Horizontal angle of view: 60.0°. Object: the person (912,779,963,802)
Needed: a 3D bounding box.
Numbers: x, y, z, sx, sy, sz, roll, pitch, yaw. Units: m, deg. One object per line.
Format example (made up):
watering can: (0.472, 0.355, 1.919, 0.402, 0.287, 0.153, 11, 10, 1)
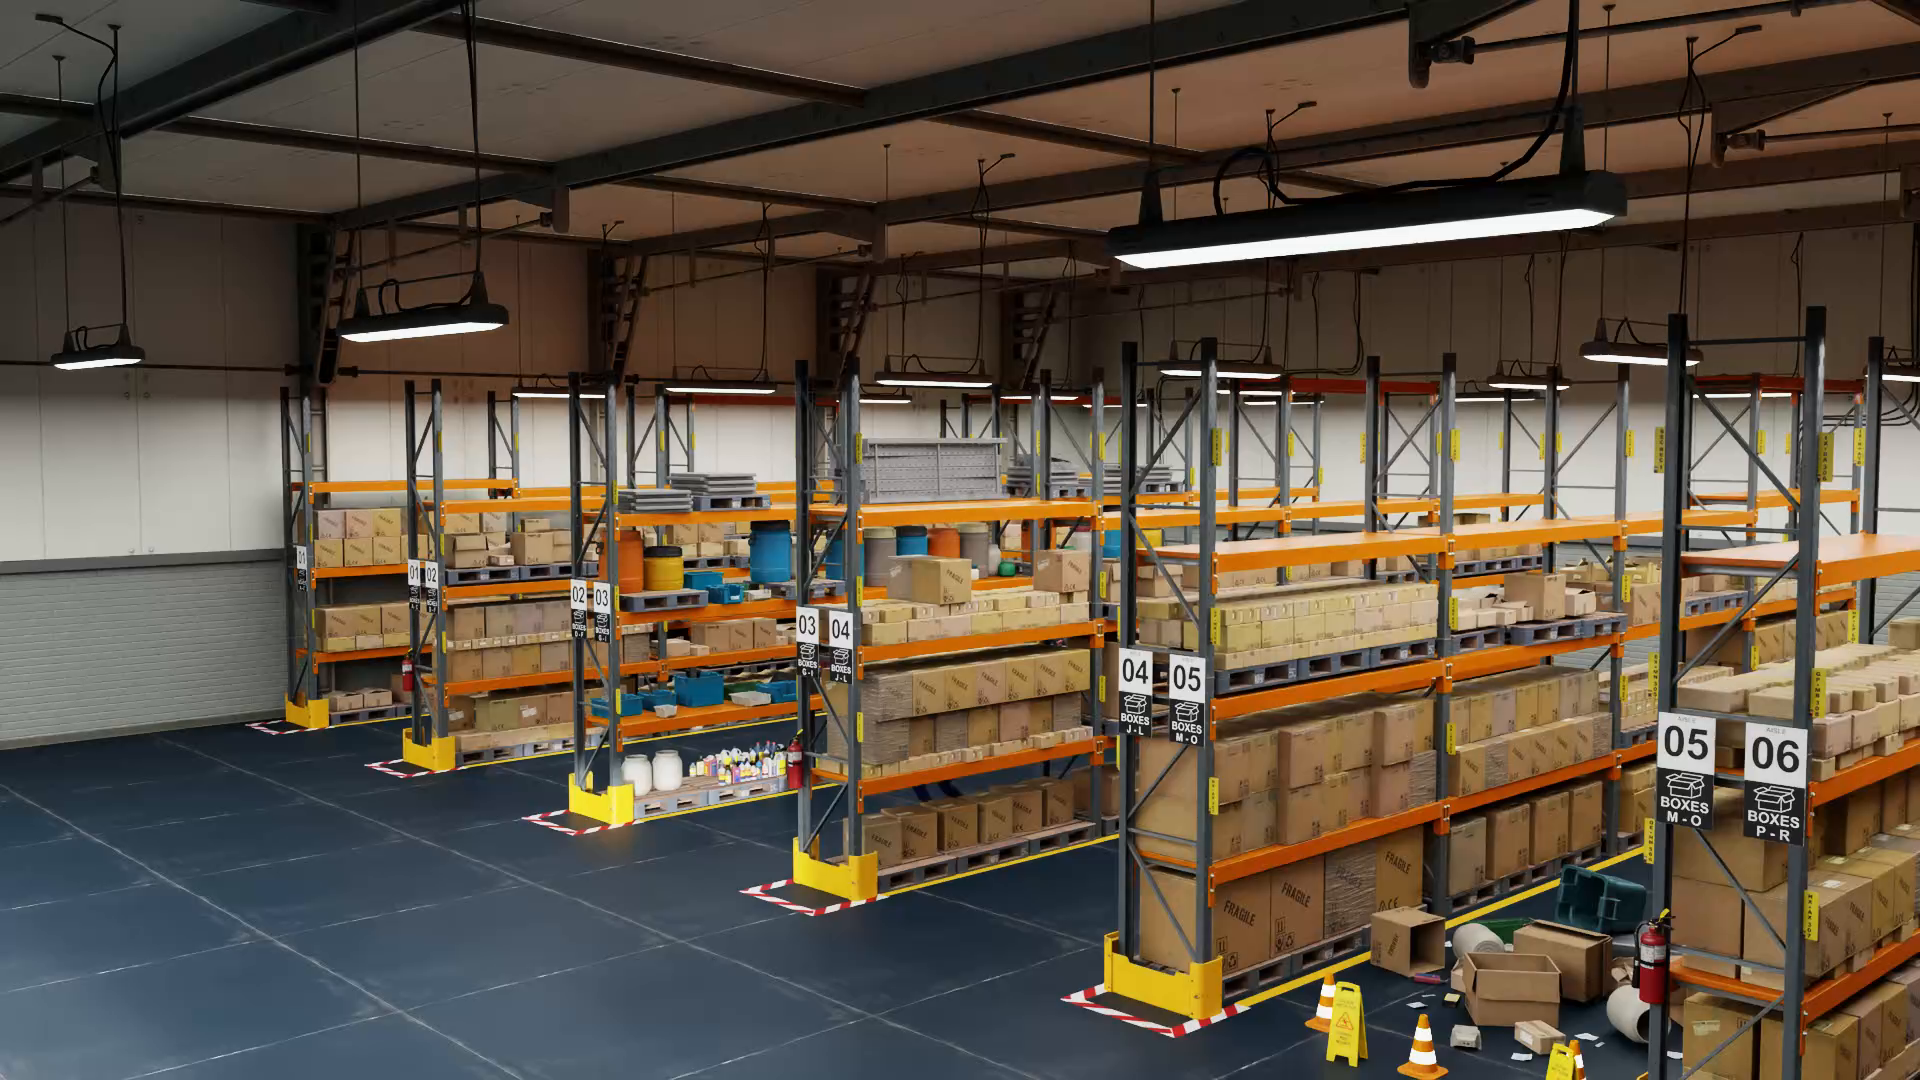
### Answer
person: (-0.338, 3.011, 22.402, 1.074, 1.430, 0.604, -2, 4, -28)
